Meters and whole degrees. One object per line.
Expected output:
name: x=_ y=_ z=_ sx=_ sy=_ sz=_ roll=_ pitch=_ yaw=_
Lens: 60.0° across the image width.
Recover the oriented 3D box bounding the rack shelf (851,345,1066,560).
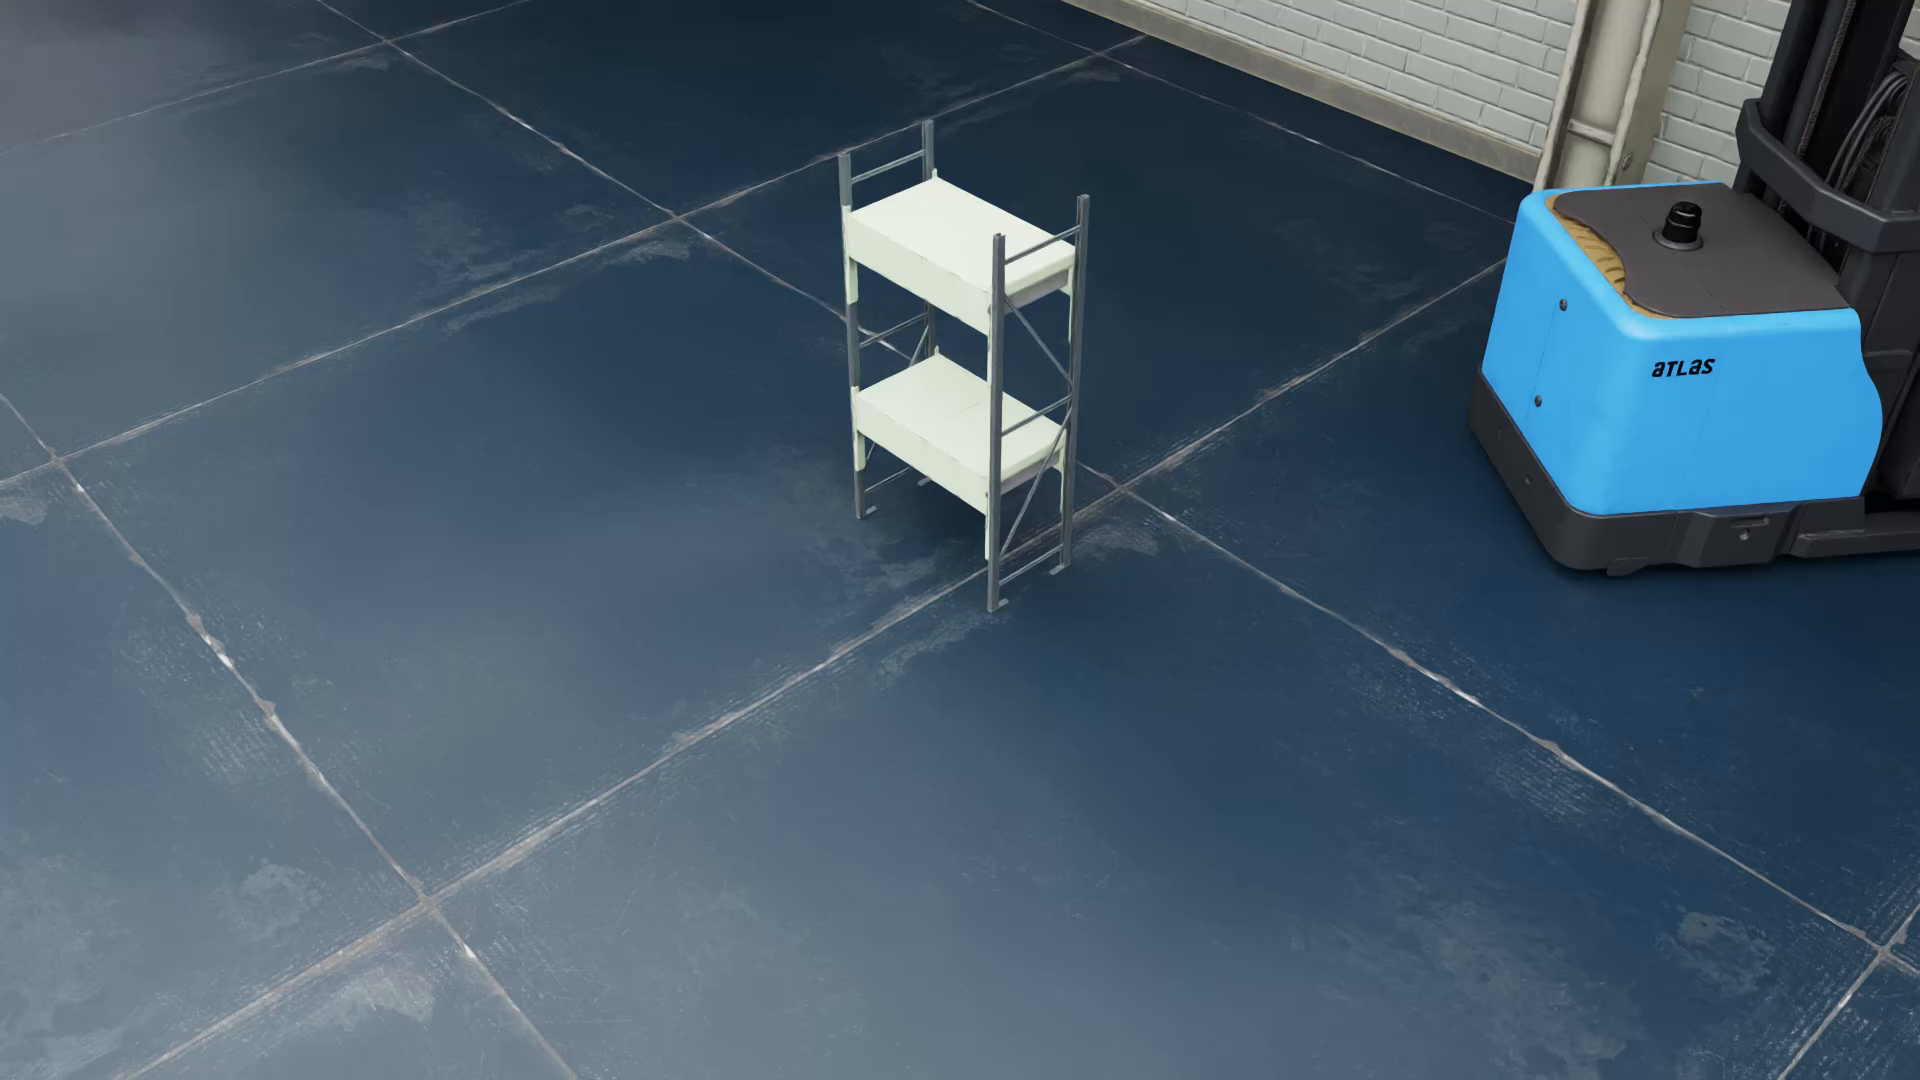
rack shelf: x=0.005 y=-0.327 z=5.980 sx=0.431 sy=0.370 sz=0.720 roll=-30 pitch=48 yaw=-32

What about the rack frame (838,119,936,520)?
rack frame: x=-0.243 y=-0.750 z=5.985 sx=0.400 sy=1.500 sz=0.023 roll=-30 pitch=48 yaw=-32

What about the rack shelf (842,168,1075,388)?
rack shelf: x=0.005 y=-0.884 z=5.530 sx=0.431 sy=0.370 sz=0.720 roll=-30 pitch=48 yaw=-32

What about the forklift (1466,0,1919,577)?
forklift: x=3.606 y=-1.407 z=5.659 sx=3.031 sy=2.935 sz=1.130 roll=-4 pitch=39 yaw=-5

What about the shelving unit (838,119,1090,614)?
shelving unit: x=0.005 y=-0.580 z=5.775 sx=0.431 sy=1.500 sz=0.755 roll=-30 pitch=48 yaw=-32

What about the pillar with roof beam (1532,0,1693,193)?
pillar with roof beam: x=-0.100 y=-3.285 z=3.156 sx=9.100 sy=9.000 sz=0.400 roll=-30 pitch=48 yaw=-32

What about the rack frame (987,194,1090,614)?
rack frame: x=0.252 y=-0.411 z=5.565 sx=0.400 sy=1.500 sz=0.023 roll=-30 pitch=48 yaw=-32
